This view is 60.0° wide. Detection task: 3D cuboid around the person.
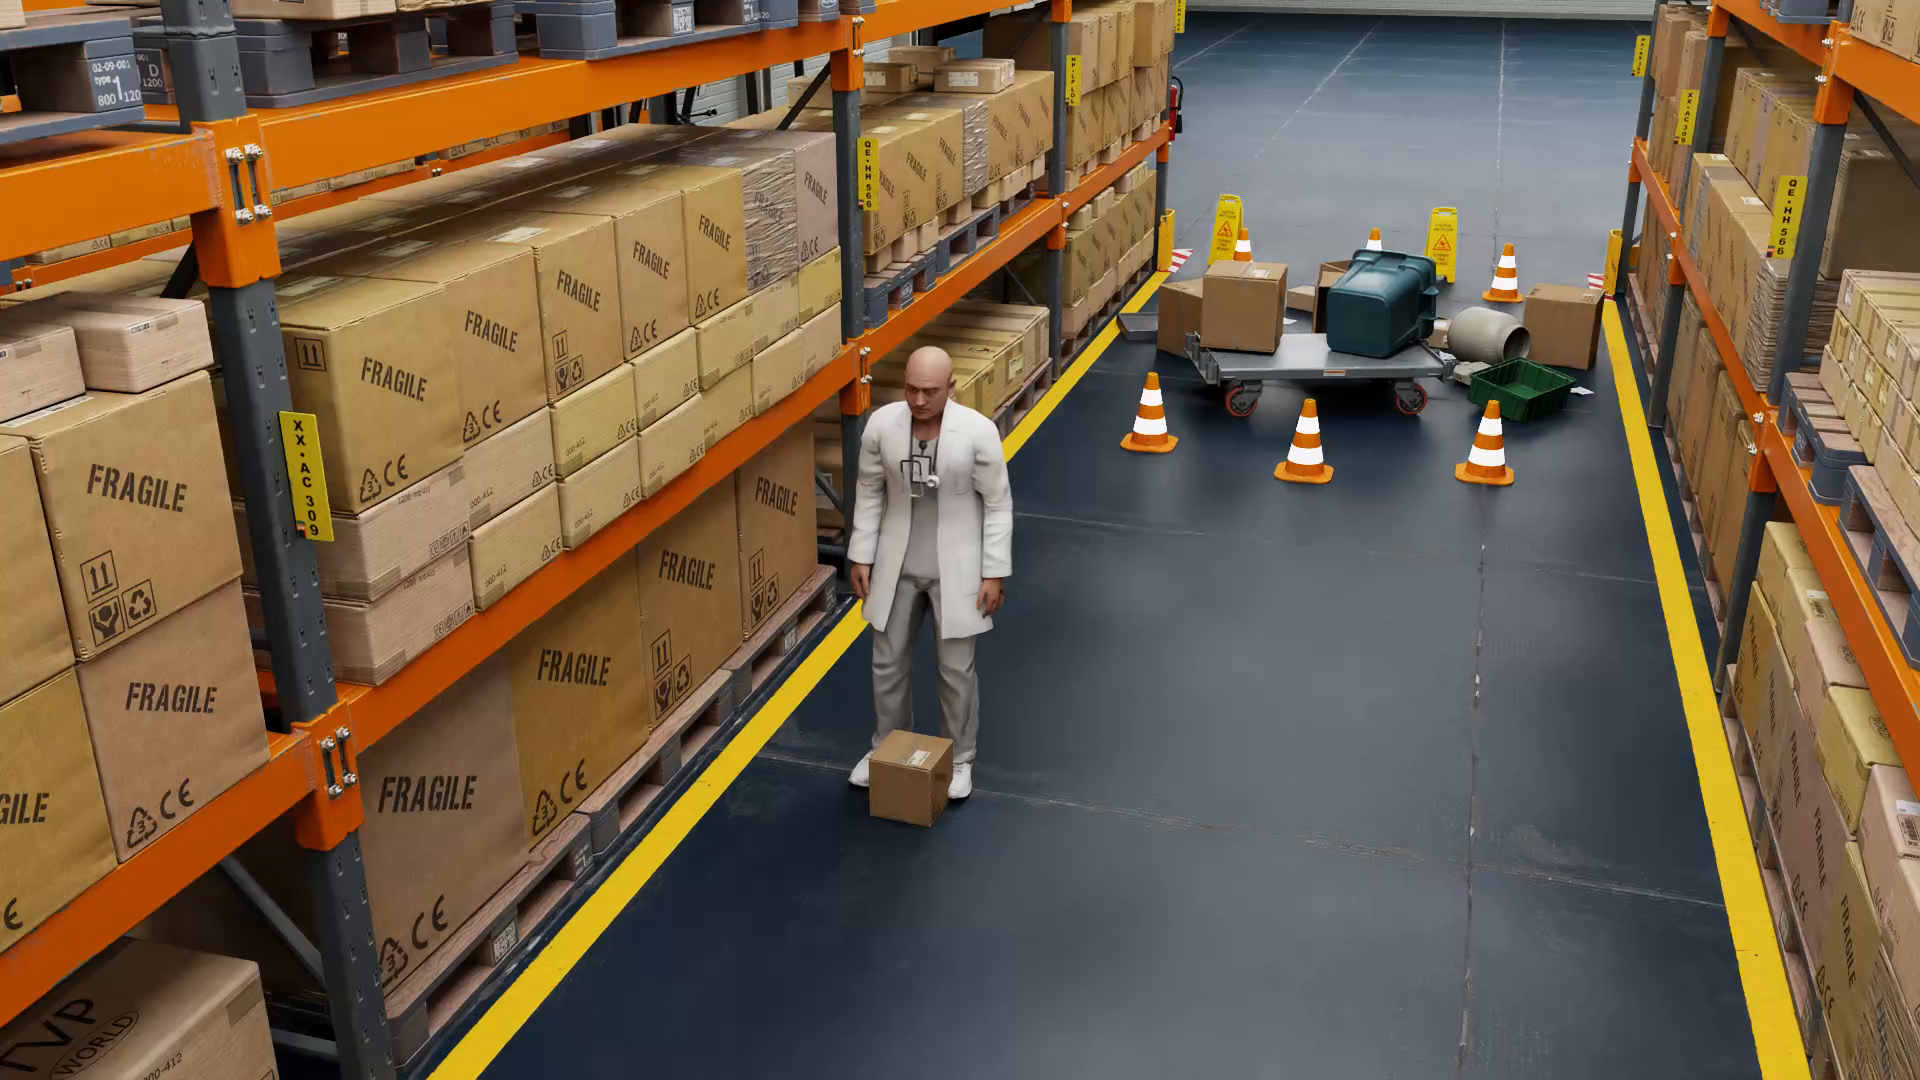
[{"bbox_3d":[-0.117,0.115,6.319,0.648,1.774,0.418,6,22,15],"label":"person"}]
